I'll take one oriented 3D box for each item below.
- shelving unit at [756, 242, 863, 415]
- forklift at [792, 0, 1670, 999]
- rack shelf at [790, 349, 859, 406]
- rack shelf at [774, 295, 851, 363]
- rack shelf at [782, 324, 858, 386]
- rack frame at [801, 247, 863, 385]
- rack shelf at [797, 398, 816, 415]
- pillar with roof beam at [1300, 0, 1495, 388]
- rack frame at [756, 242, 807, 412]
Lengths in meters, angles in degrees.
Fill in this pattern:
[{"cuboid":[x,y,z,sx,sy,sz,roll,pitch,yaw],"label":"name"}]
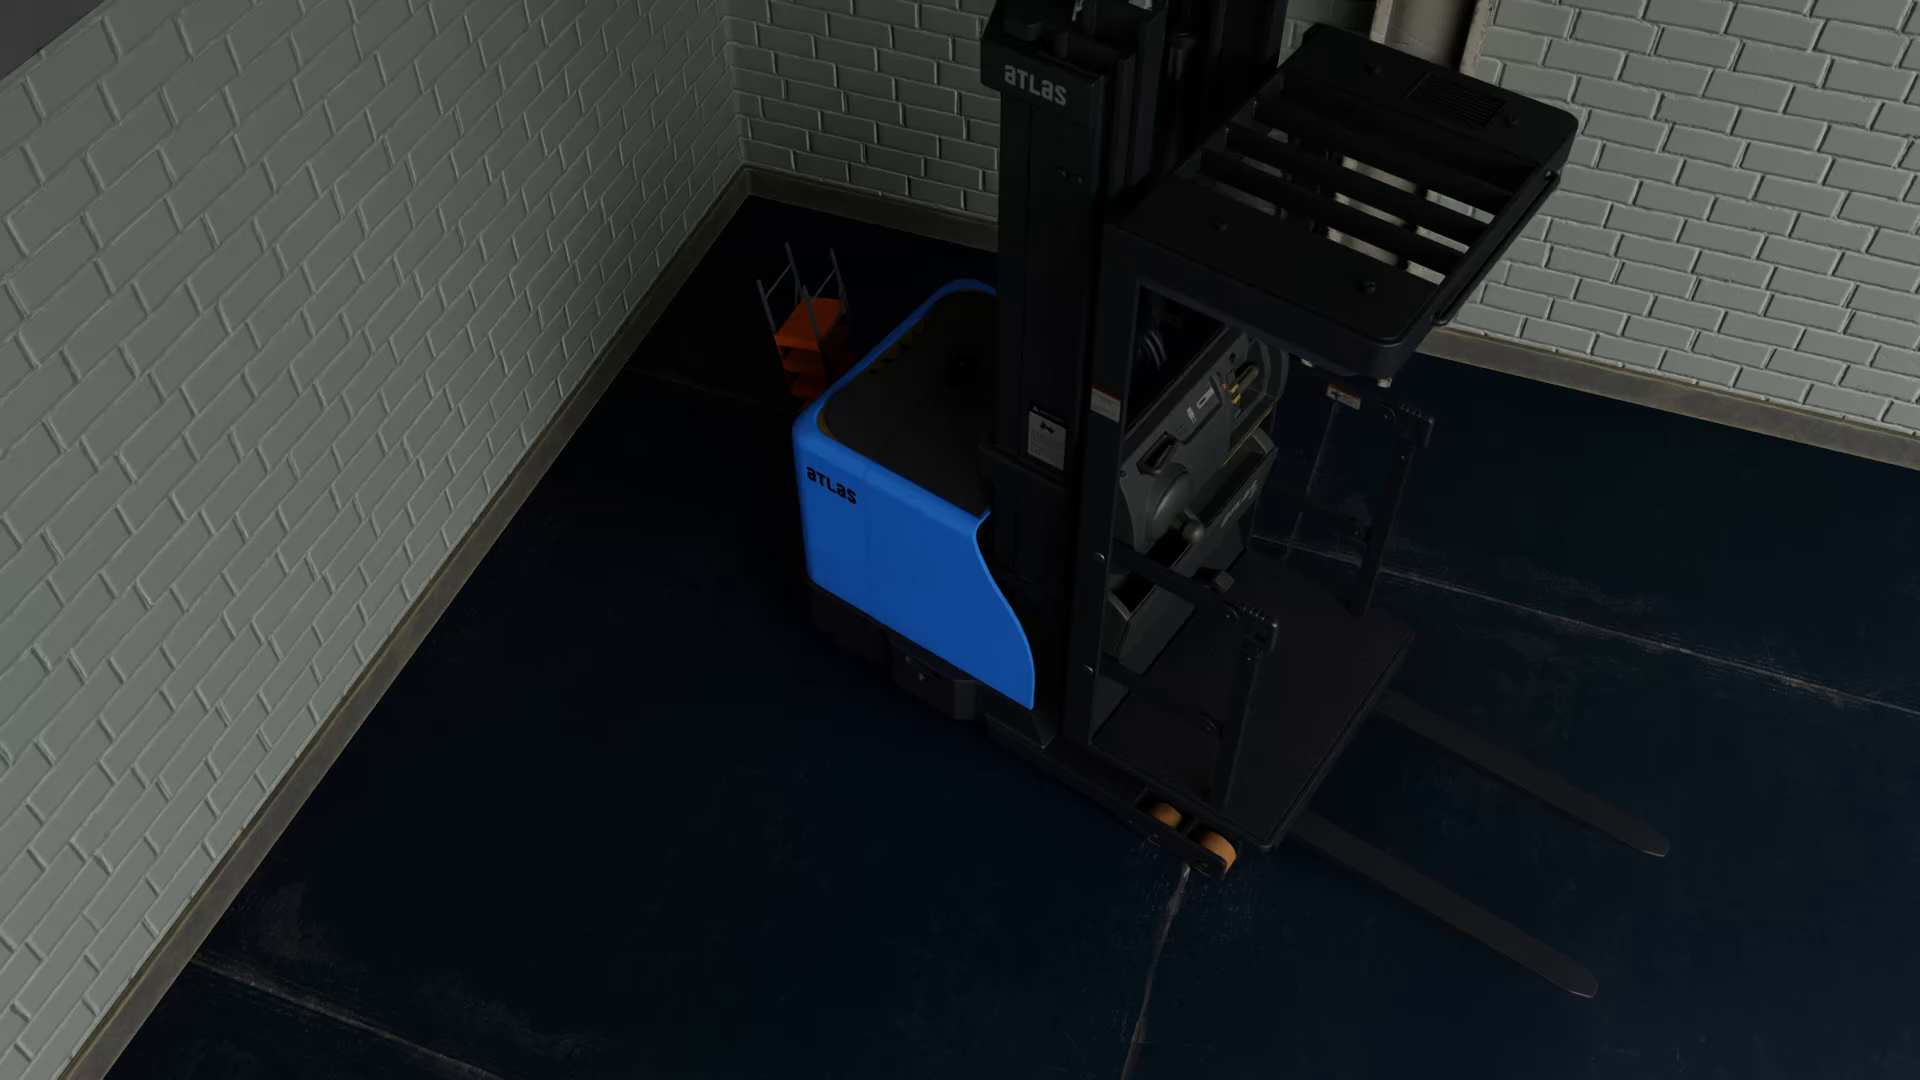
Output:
[{"cuboid":[-0.481,-0.555,6.294,0.189,1.200,0.258,10,49,23],"label":"shelving unit"},{"cuboid":[0.911,-0.283,4.922,3.031,2.935,1.130,29,55,23],"label":"forklift"},{"cuboid":[-0.494,-0.608,6.241,0.180,0.103,0.258,10,49,23],"label":"rack shelf"},{"cuboid":[-0.535,-0.775,6.074,0.180,0.103,0.258,10,49,23],"label":"rack shelf"},{"cuboid":[-0.515,-0.692,6.158,0.180,0.103,0.258,10,49,23],"label":"rack shelf"},{"cuboid":[-0.398,-0.540,6.258,0.006,1.200,0.240,10,49,23],"label":"rack frame"},{"cuboid":[-0.473,-0.524,6.325,0.180,0.103,0.258,10,49,23],"label":"rack shelf"},{"cuboid":[0.230,-0.713,1.279,0.400,9.000,9.100,16,51,13],"label":"pillar with roof beam"},{"cuboid":[-0.564,-0.570,6.330,0.006,1.200,0.240,10,49,23],"label":"rack frame"}]
